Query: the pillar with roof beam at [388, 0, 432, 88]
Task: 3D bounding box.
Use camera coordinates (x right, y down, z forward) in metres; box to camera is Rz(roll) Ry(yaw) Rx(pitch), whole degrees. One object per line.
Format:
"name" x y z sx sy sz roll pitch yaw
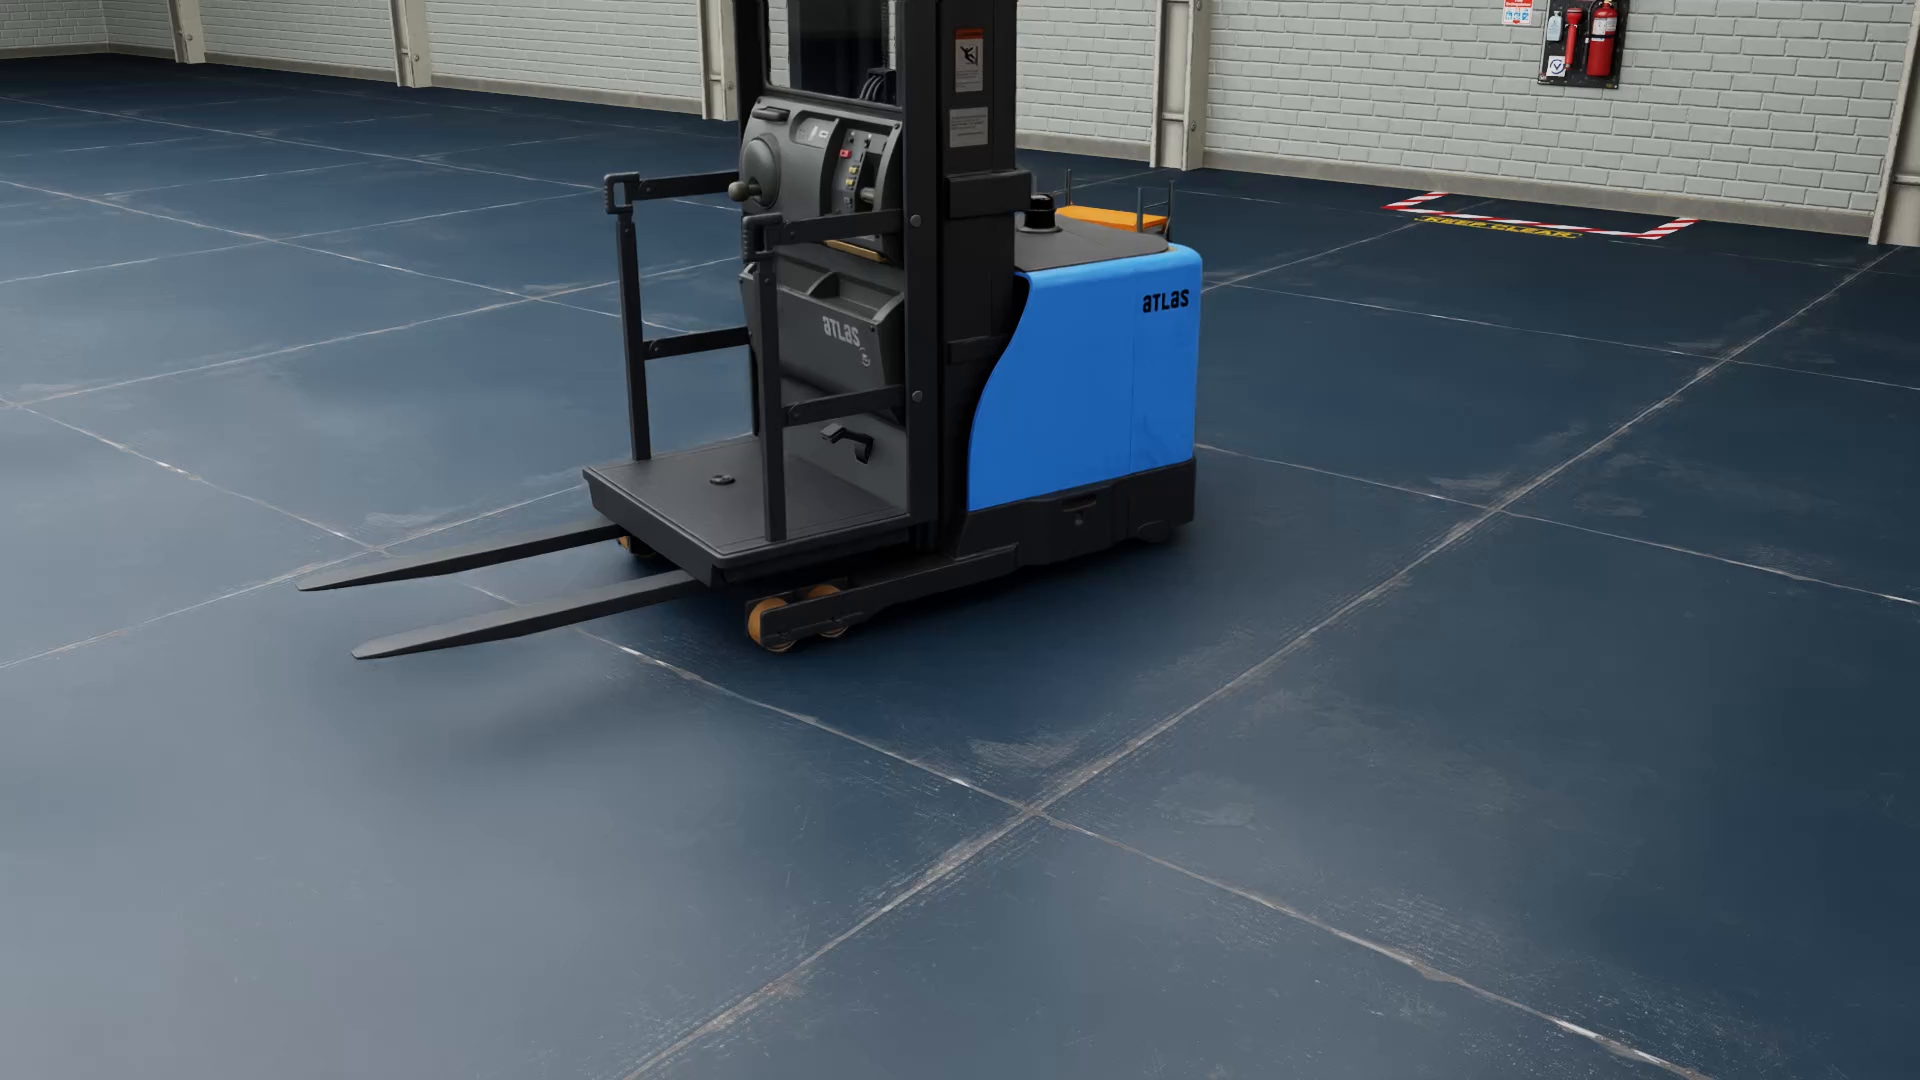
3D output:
"pillar with roof beam" -10.033 -9.130 17.626 0.400 9.000 9.100 16 26 36

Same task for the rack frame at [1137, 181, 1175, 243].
"rack frame" 0.756 -0.806 6.604 0.015 1.200 0.240 16 26 36

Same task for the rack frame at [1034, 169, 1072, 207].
"rack frame" 0.374 -0.913 6.888 0.015 1.200 0.240 16 26 36

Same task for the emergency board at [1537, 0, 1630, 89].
"emergency board" 4.744 -4.046 12.646 0.643 1.169 0.194 16 26 36

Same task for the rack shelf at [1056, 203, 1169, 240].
"rack shelf" 0.565 -1.227 6.607 0.480 0.148 0.258 16 26 36

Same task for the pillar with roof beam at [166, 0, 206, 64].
"pillar with roof beam" -14.681 -10.469 21.176 0.400 9.000 9.100 16 26 36

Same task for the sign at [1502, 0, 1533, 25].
"sign" 4.381 -4.214 13.041 0.234 0.329 0.001 16 26 36

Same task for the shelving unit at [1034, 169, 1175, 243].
"shelving unit" 0.565 -0.859 6.746 0.503 1.200 0.258 16 26 36

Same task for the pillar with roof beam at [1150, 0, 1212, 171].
"pillar with roof beam" -0.736 -6.453 10.527 0.400 9.000 9.100 16 26 36

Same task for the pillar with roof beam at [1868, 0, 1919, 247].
"pillar with roof beam" 3.912 -5.114 6.977 0.400 9.000 9.100 16 26 36

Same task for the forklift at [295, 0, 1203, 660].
"forklift" -0.633 -1.231 5.280 3.031 2.935 1.130 -14 25 -32

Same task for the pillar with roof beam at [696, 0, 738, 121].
"pillar with roof beam" -5.385 -7.792 14.076 0.400 9.000 9.100 16 26 36

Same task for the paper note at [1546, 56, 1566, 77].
"paper note" 4.650 -3.692 12.956 0.142 0.148 0.016 16 26 36
